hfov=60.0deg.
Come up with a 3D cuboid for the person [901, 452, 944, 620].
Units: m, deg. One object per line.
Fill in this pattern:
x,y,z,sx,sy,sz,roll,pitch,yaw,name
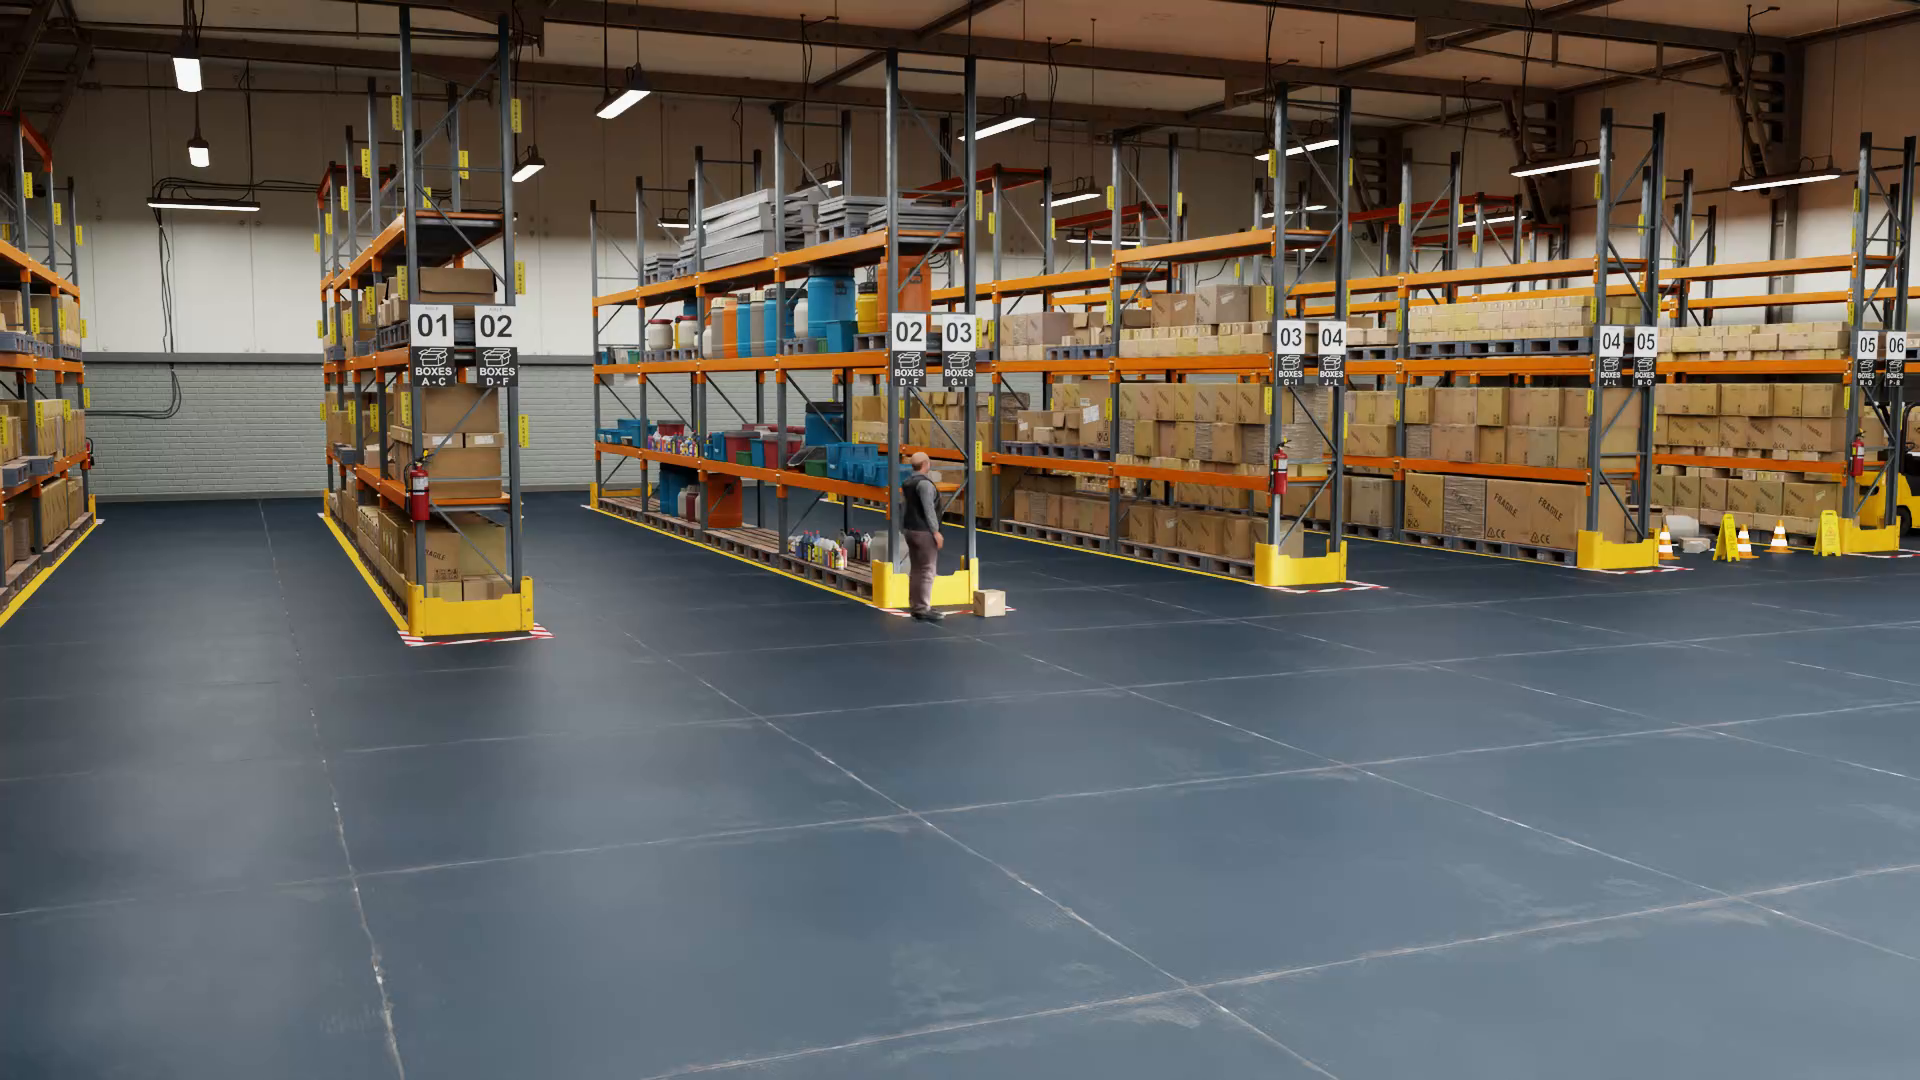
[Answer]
-0.375,-0.053,17.223,0.407,1.727,0.546,-3,6,-31,person
